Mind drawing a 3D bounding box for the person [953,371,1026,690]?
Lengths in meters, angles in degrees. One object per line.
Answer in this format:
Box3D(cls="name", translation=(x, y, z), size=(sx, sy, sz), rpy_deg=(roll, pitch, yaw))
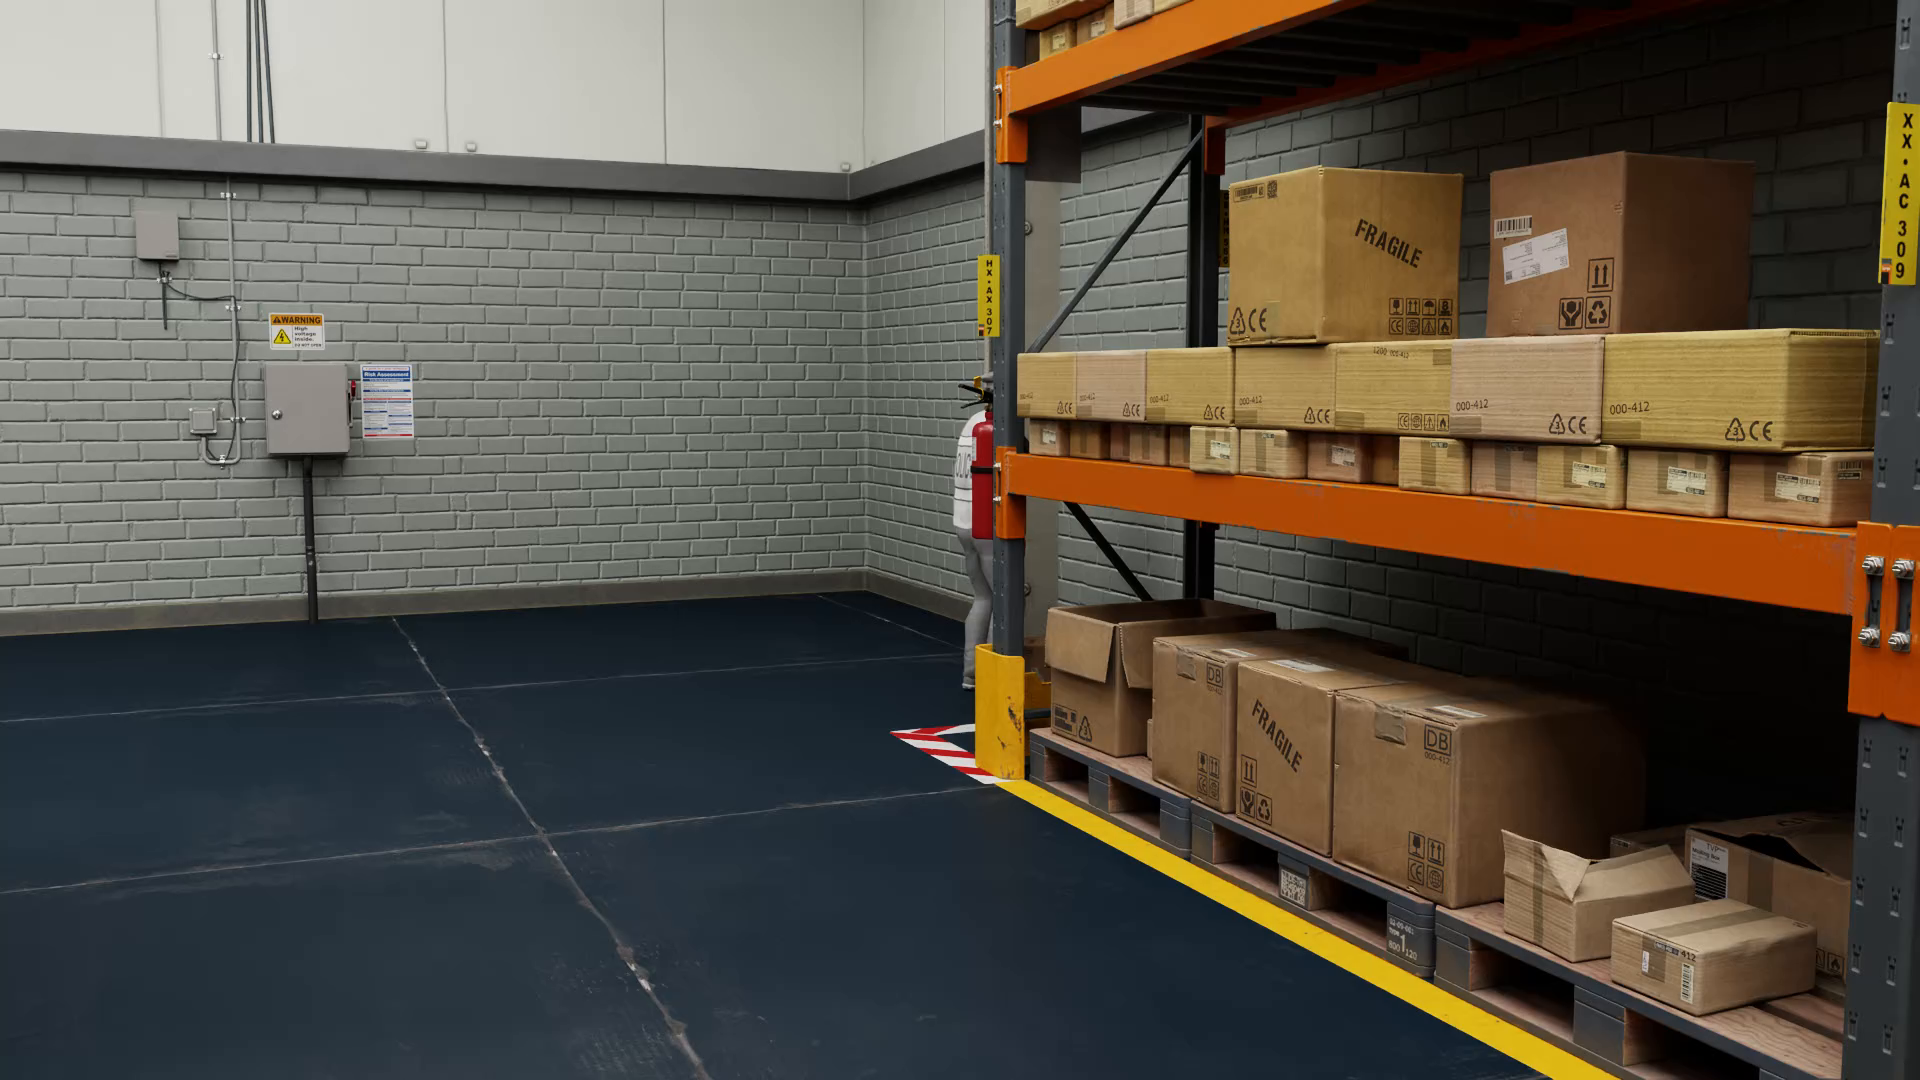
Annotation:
Box3D(cls="person", translation=(0.181, -0.043, 8.453), size=(0.394, 1.658, 0.504), rpy_deg=(-2, 6, -23))
